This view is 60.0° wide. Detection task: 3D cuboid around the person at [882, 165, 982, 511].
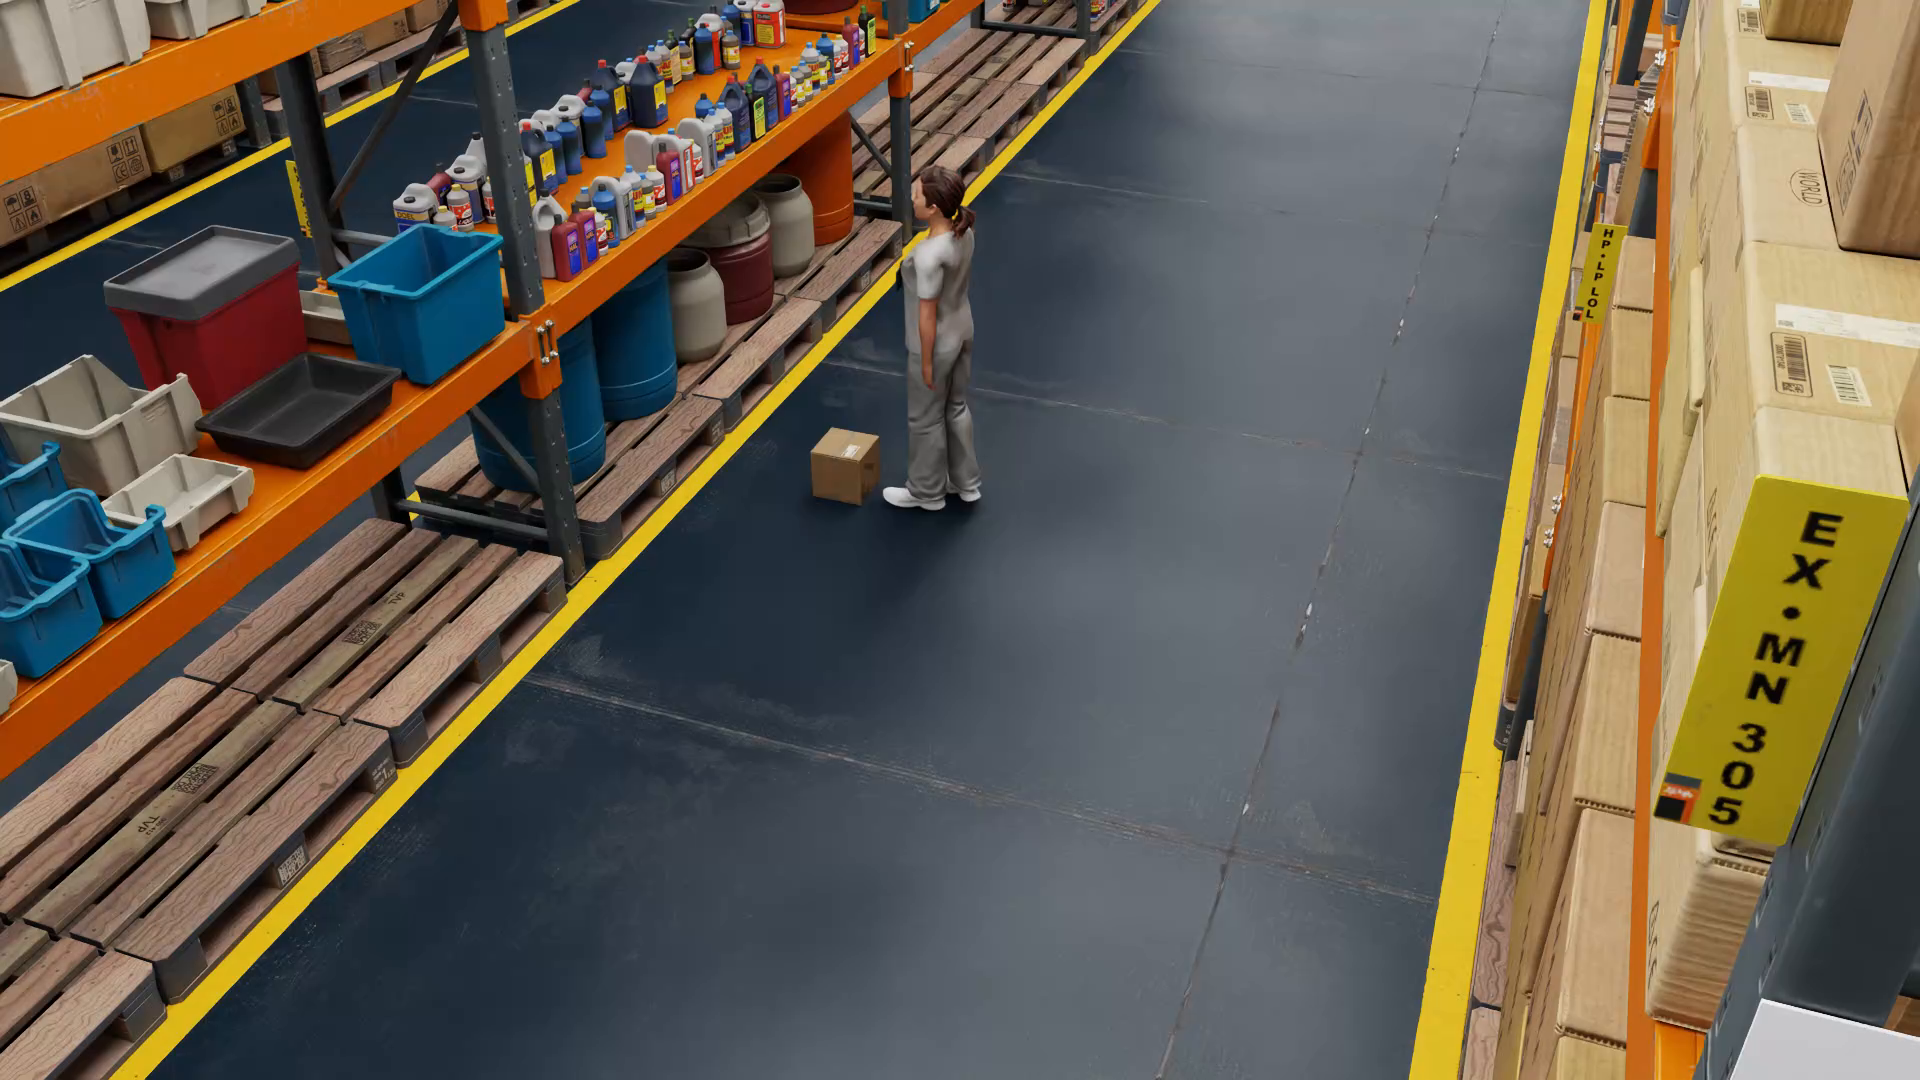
[{"bbox_3d":[-0.126,-0.890,7.467,0.434,1.680,0.509,16,37,22],"label":"person"}]
